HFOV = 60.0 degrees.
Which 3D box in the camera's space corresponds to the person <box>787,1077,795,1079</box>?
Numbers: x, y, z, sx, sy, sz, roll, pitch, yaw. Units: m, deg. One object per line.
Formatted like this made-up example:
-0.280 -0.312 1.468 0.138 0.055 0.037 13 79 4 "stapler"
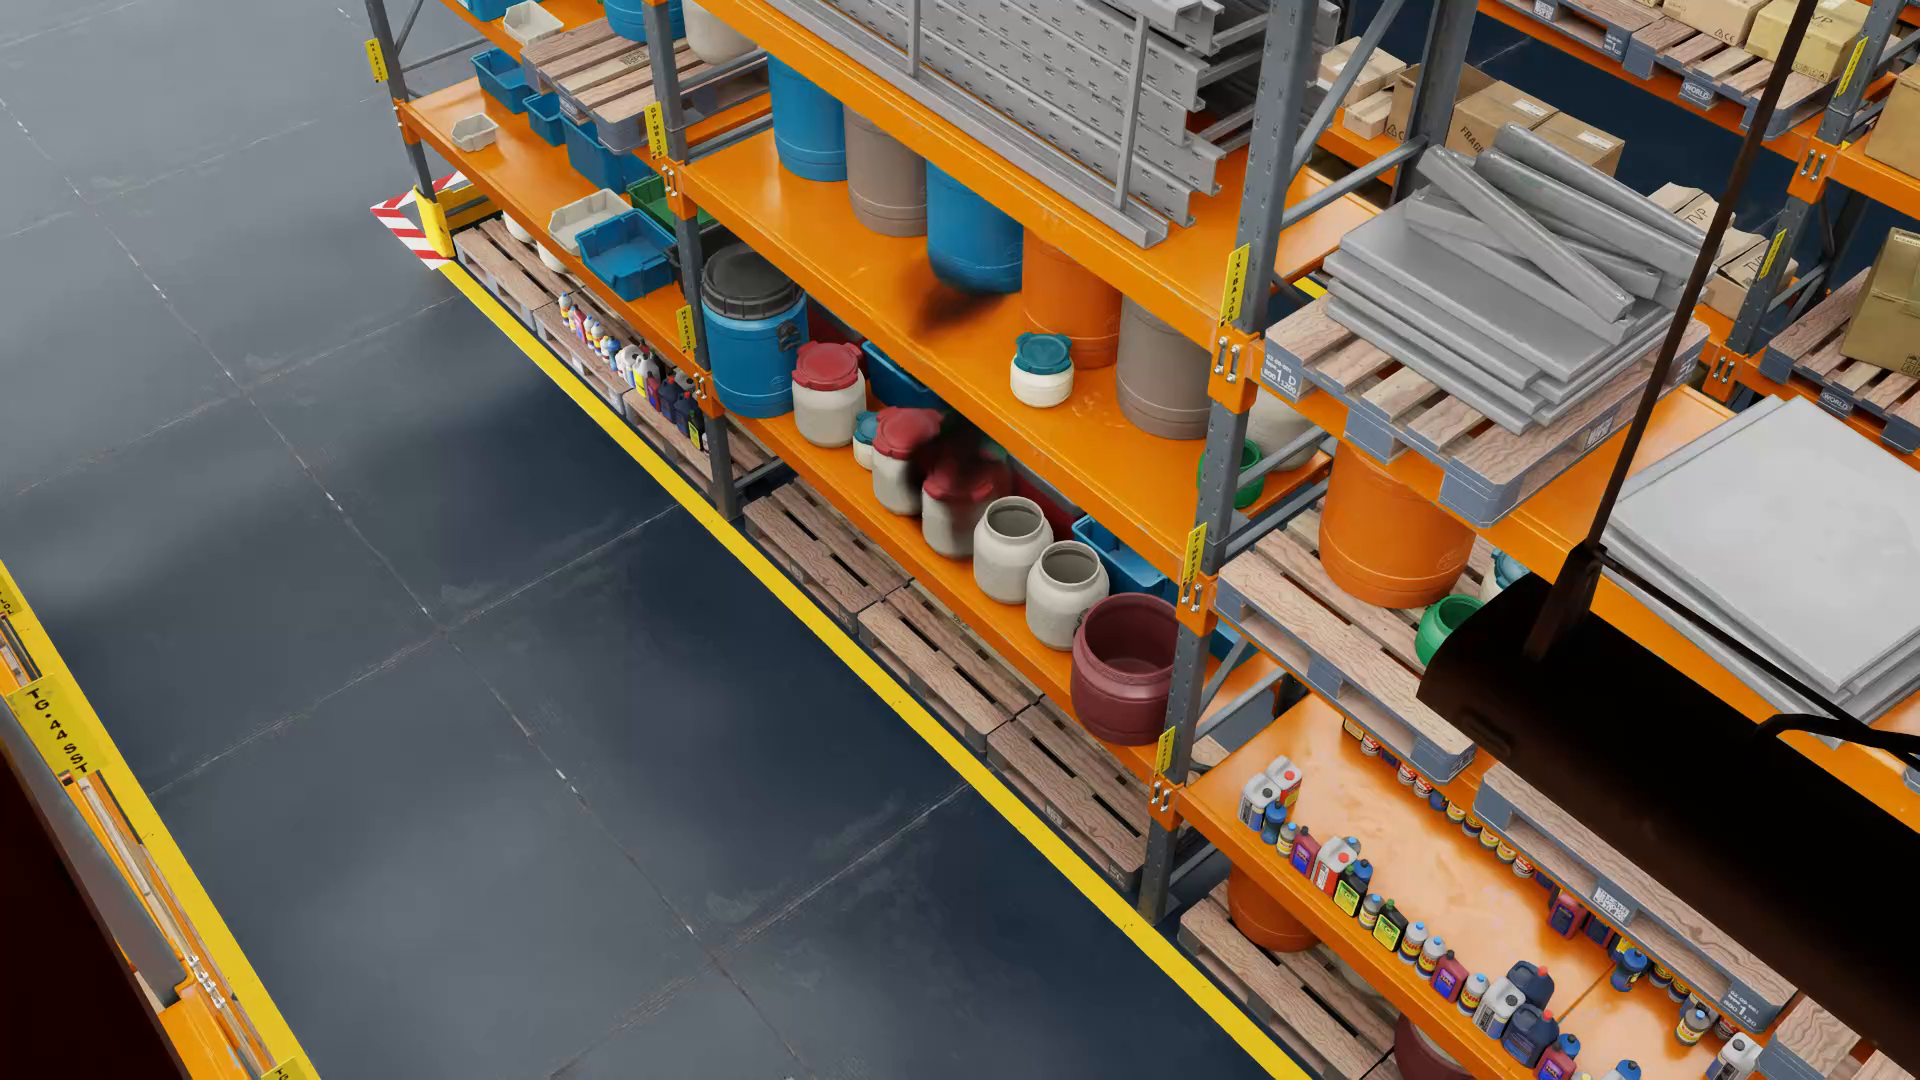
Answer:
-0.464 2.939 6.861 0.583 1.494 1.094 -22 50 -20 "person"
